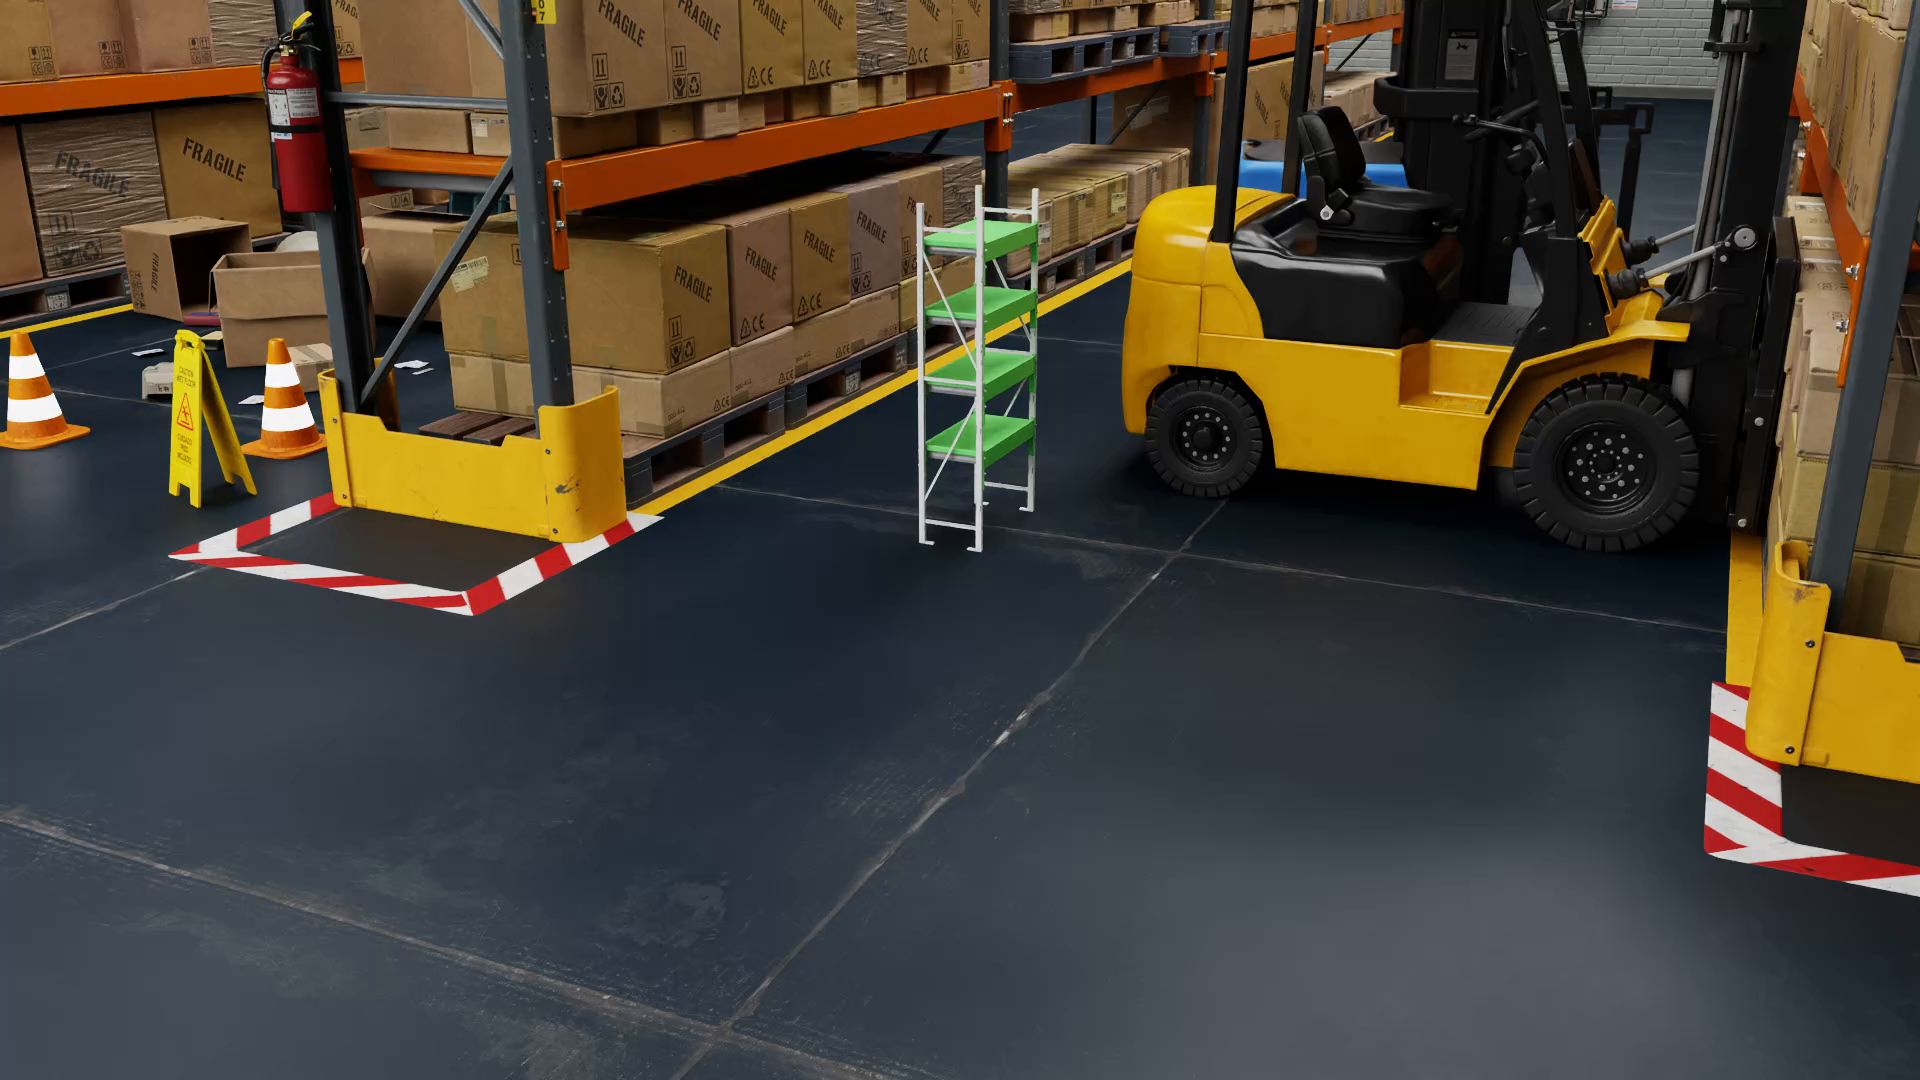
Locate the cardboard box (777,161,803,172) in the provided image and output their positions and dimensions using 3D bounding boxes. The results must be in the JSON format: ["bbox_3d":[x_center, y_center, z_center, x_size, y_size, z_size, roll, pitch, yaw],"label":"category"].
[{"bbox_3d":[-1.016,-1.957,8.385,0.380,0.149,0.250,9,22,25],"label":"cardboard box"}]

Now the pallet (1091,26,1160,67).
[{"bbox_3d":[0.652,-3.248,10.912,1.003,0.211,1.213,9,21,23],"label":"pallet"}]

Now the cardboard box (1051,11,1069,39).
[{"bbox_3d":[0.412,-3.007,9.695,0.380,0.149,0.250,9,21,24],"label":"cardboard box"}]

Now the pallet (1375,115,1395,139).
[{"bbox_3d":[4.445,-4.826,19.223,1.003,0.211,1.213,9,21,23],"label":"pallet"}]

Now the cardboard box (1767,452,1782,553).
[{"bbox_3d":[2.795,-0.064,5.148,0.500,0.250,0.500,9,21,23],"label":"cardboard box"}]

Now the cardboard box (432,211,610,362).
[{"bbox_3d":[-1.761,-1.040,6.774,0.500,0.500,0.500,9,21,23],"label":"cardboard box"}]

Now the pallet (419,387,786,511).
[{"bbox_3d":[-1.455,-0.457,6.937,1.003,0.211,1.213,9,21,23],"label":"pallet"}]

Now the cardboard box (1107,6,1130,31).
[{"bbox_3d":[0.860,-3.326,10.593,0.380,0.149,0.250,9,22,25],"label":"cardboard box"}]

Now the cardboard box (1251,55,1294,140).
[{"bbox_3d":[2.519,-3.891,14.977,0.875,0.875,0.875,9,22,24],"label":"cardboard box"}]

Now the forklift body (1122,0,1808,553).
[{"bbox_3d":[1.791,-1.254,6.284,2.313,2.155,1.214,9,21,23],"label":"forklift body"}]

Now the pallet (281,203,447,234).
[{"bbox_3d":[-4.523,-2.307,12.141,1.003,0.211,1.213,9,21,23],"label":"pallet"}]

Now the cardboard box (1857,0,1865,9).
[{"bbox_3d":[3.396,-1.951,5.859,0.380,0.149,0.250,8,21,21],"label":"cardboard box"}]

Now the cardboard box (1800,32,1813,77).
[{"bbox_3d":[5.135,-2.785,9.547,0.500,0.250,0.500,8,21,21],"label":"cardboard box"}]

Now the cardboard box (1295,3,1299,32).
[{"bbox_3d":[2.899,-4.774,15.140,0.500,0.250,0.500,8,21,22],"label":"cardboard box"}]

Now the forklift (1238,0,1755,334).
[{"bbox_3d":[2.805,-2.190,7.753,3.031,2.935,1.130,3,20,10],"label":"forklift"}]

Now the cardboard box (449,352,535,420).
[{"bbox_3d":[-1.756,-0.697,6.930,0.500,0.250,0.500,8,21,22],"label":"cardboard box"}]

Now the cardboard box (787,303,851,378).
[{"bbox_3d":[-0.841,-0.938,7.607,0.500,0.250,0.500,10,22,26],"label":"cardboard box"}]

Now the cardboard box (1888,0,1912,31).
[{"bbox_3d":[2.643,-1.403,4.320,0.380,0.149,0.250,9,21,24],"label":"cardboard box"}]

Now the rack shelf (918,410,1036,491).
[{"bbox_3d":[0.068,-0.330,6.012,0.258,0.148,0.480,9,21,23],"label":"rack shelf"}]

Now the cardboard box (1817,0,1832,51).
[{"bbox_3d":[4.285,-2.397,7.709,0.500,0.250,0.500,8,21,22],"label":"cardboard box"}]

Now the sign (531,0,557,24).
[{"bbox_3d":[-1.356,-1.837,5.366,0.100,0.325,0.005,9,21,23],"label":"sign"}]

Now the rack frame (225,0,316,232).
[{"bbox_3d":[-4.771,-3.375,10.981,1.000,3.000,0.127,9,21,23],"label":"rack frame"}]

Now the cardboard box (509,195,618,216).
[{"bbox_3d":[-1.672,-1.467,7.007,0.380,0.149,0.250,9,22,24],"label":"cardboard box"}]

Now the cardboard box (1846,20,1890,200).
[{"bbox_3d":[2.862,-1.215,4.758,0.500,0.500,0.500,9,22,24],"label":"cardboard box"}]

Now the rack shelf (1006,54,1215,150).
[{"bbox_3d":[0.606,-2.999,10.998,1.077,0.370,4.000,9,21,23],"label":"rack shelf"}]

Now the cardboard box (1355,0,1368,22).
[{"bbox_3d":[3.913,-5.631,17.177,0.500,0.500,0.500,9,21,23],"label":"cardboard box"}]

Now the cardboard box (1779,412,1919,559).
[{"bbox_3d":[2.593,-0.153,4.654,0.500,0.250,0.500,8,21,22],"label":"cardboard box"}]

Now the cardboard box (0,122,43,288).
[{"bbox_3d":[-5.833,-1.834,9.194,0.875,0.875,0.875,8,21,22],"label":"cardboard box"}]

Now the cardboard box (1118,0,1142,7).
[{"bbox_3d":[0.860,-3.676,10.610,0.500,0.500,0.500,8,21,20],"label":"cardboard box"}]

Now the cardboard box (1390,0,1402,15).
[{"bbox_3d":[4.745,-6.258,18.940,0.500,0.500,0.500,9,21,23],"label":"cardboard box"}]

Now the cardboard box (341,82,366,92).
[{"bbox_3d":[-6.943,-4.985,18.054,1.225,0.875,0.875,9,21,23],"label":"cardboard box"}]

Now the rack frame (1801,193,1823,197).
[{"bbox_3d":[4.317,-2.046,7.247,1.000,3.000,0.127,9,21,23],"label":"rack frame"}]

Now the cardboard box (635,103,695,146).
[{"bbox_3d":[-1.250,-1.610,6.394,0.380,0.149,0.250,8,21,21],"label":"cardboard box"}]

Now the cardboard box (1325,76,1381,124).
[{"bbox_3d":[4.155,-4.889,18.437,0.875,0.438,0.875,9,22,24],"label":"cardboard box"}]

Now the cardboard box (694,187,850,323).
[{"bbox_3d":[-0.836,-1.288,7.471,0.500,0.500,0.500,9,21,24],"label":"cardboard box"}]

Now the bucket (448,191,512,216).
[{"bbox_3d":[-2.723,-2.191,10.269,0.726,0.611,0.620,18,16,41],"label":"bucket"}]

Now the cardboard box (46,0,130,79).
[{"bbox_3d":[-5.444,-3.011,9.734,0.875,0.550,0.550,9,21,23],"label":"cardboard box"}]

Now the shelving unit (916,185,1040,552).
[{"bbox_3d":[0.068,-0.616,5.910,0.258,1.200,0.503,9,21,23],"label":"shelving unit"}]

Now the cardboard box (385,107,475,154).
[{"bbox_3d":[-1.893,-1.529,6.166,0.380,0.149,0.250,9,22,25],"label":"cardboard box"}]

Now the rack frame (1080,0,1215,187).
[{"bbox_3d":[1.425,-3.949,12.597,1.000,3.000,0.127,9,21,23],"label":"rack frame"}]

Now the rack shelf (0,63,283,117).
[{"bbox_3d":[-5.590,-2.424,9.383,1.077,0.370,4.000,9,21,23],"label":"rack shelf"}]

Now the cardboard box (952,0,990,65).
[{"bbox_3d":[-0.168,-2.744,8.614,0.500,0.500,0.500,8,21,21],"label":"cardboard box"}]

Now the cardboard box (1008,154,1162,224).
[{"bbox_3d":[0.889,-2.511,11.848,0.950,0.372,0.625,8,21,22],"label":"cardboard box"}]

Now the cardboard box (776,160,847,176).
[{"bbox_3d":[-0.910,-1.673,8.555,0.500,0.500,0.500,9,22,25],"label":"cardboard box"}]

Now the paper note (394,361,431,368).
[{"bbox_3d":[-2.795,-0.901,8.472,0.148,0.019,0.142,18,26,41],"label":"paper note"}]

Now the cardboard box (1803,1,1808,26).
[{"bbox_3d":[5.527,-3.335,10.349,0.500,0.250,0.500,9,21,23],"label":"cardboard box"}]

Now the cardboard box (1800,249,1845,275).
[{"bbox_3d":[3.198,-0.847,5.859,0.500,0.250,0.500,8,21,22],"label":"cardboard box"}]

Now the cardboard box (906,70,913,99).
[{"bbox_3d":[-0.455,-2.248,8.187,0.380,0.149,0.250,8,21,22],"label":"cardboard box"}]

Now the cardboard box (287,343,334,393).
[{"bbox_3d":[-3.158,-0.838,8.103,0.250,0.149,0.380,-14,24,-33],"label":"cardboard box"}]

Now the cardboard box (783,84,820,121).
[{"bbox_3d":[-0.841,-1.930,7.295,0.380,0.149,0.250,8,21,21],"label":"cardboard box"}]

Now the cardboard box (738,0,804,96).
[{"bbox_3d":[-0.988,-2.112,6.839,0.500,0.500,0.500,8,21,22],"label":"cardboard box"}]

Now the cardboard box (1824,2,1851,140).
[{"bbox_3d":[3.699,-1.832,6.495,0.500,0.500,0.500,9,21,24],"label":"cardboard box"}]

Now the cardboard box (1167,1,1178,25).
[{"bbox_3d":[1.289,-3.645,11.490,0.380,0.149,0.250,7,21,20],"label":"cardboard box"}]

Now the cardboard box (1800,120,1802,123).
[{"bbox_3d":[6.009,-2.868,11.694,0.380,0.149,0.250,7,21,20],"label":"cardboard box"}]

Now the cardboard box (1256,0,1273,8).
[{"bbox_3d":[2.286,-4.544,13.746,0.500,0.250,0.500,8,21,22],"label":"cardboard box"}]

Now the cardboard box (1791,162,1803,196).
[{"bbox_3d":[5.151,-1.753,9.338,0.875,0.625,0.625,8,21,20],"label":"cardboard box"}]

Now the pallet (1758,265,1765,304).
[{"bbox_3d":[5.081,-1.338,9.415,1.003,0.211,1.213,9,21,23],"label":"pallet"}]
